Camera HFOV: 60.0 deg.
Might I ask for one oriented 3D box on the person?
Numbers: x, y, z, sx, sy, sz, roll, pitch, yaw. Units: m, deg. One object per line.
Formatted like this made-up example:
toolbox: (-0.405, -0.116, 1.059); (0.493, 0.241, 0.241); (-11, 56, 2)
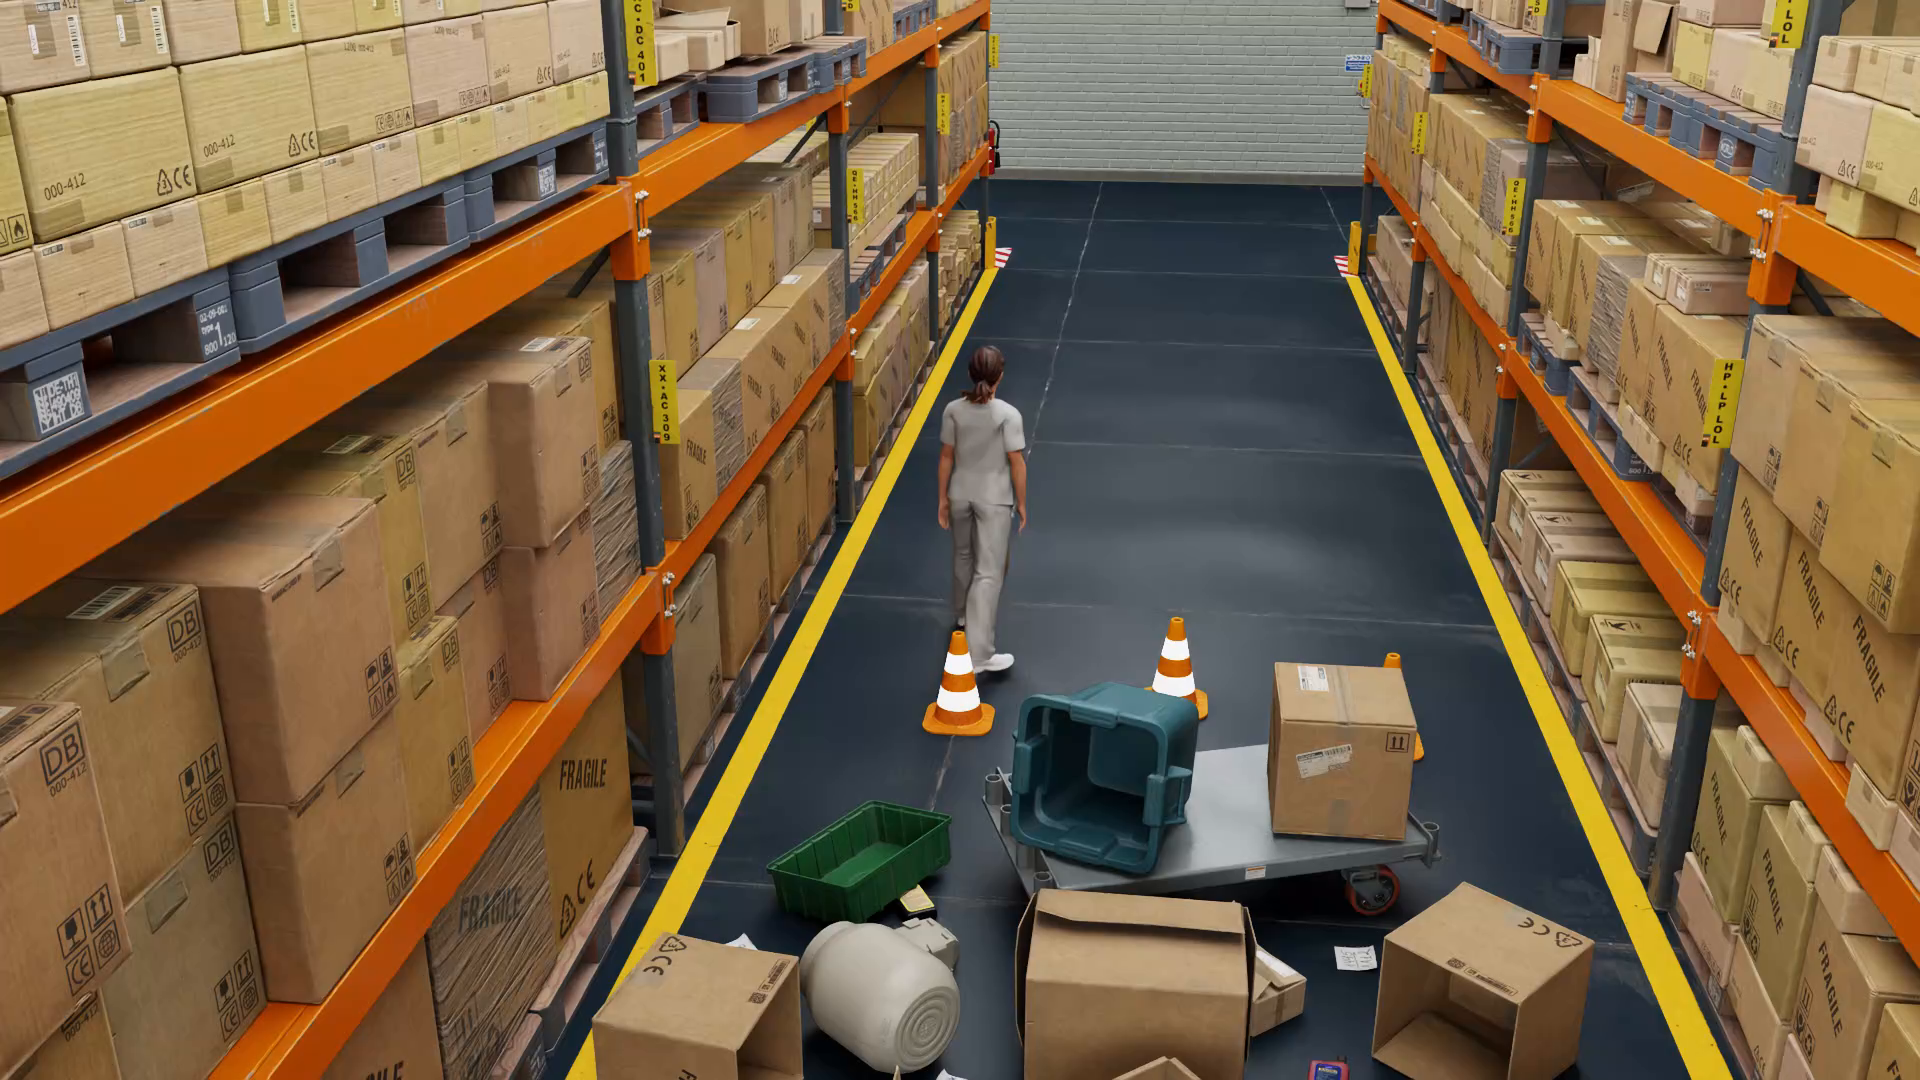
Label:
person: (0.110, -0.205, 8.614); (0.569, 1.627, 0.886); (10, 23, 23)
